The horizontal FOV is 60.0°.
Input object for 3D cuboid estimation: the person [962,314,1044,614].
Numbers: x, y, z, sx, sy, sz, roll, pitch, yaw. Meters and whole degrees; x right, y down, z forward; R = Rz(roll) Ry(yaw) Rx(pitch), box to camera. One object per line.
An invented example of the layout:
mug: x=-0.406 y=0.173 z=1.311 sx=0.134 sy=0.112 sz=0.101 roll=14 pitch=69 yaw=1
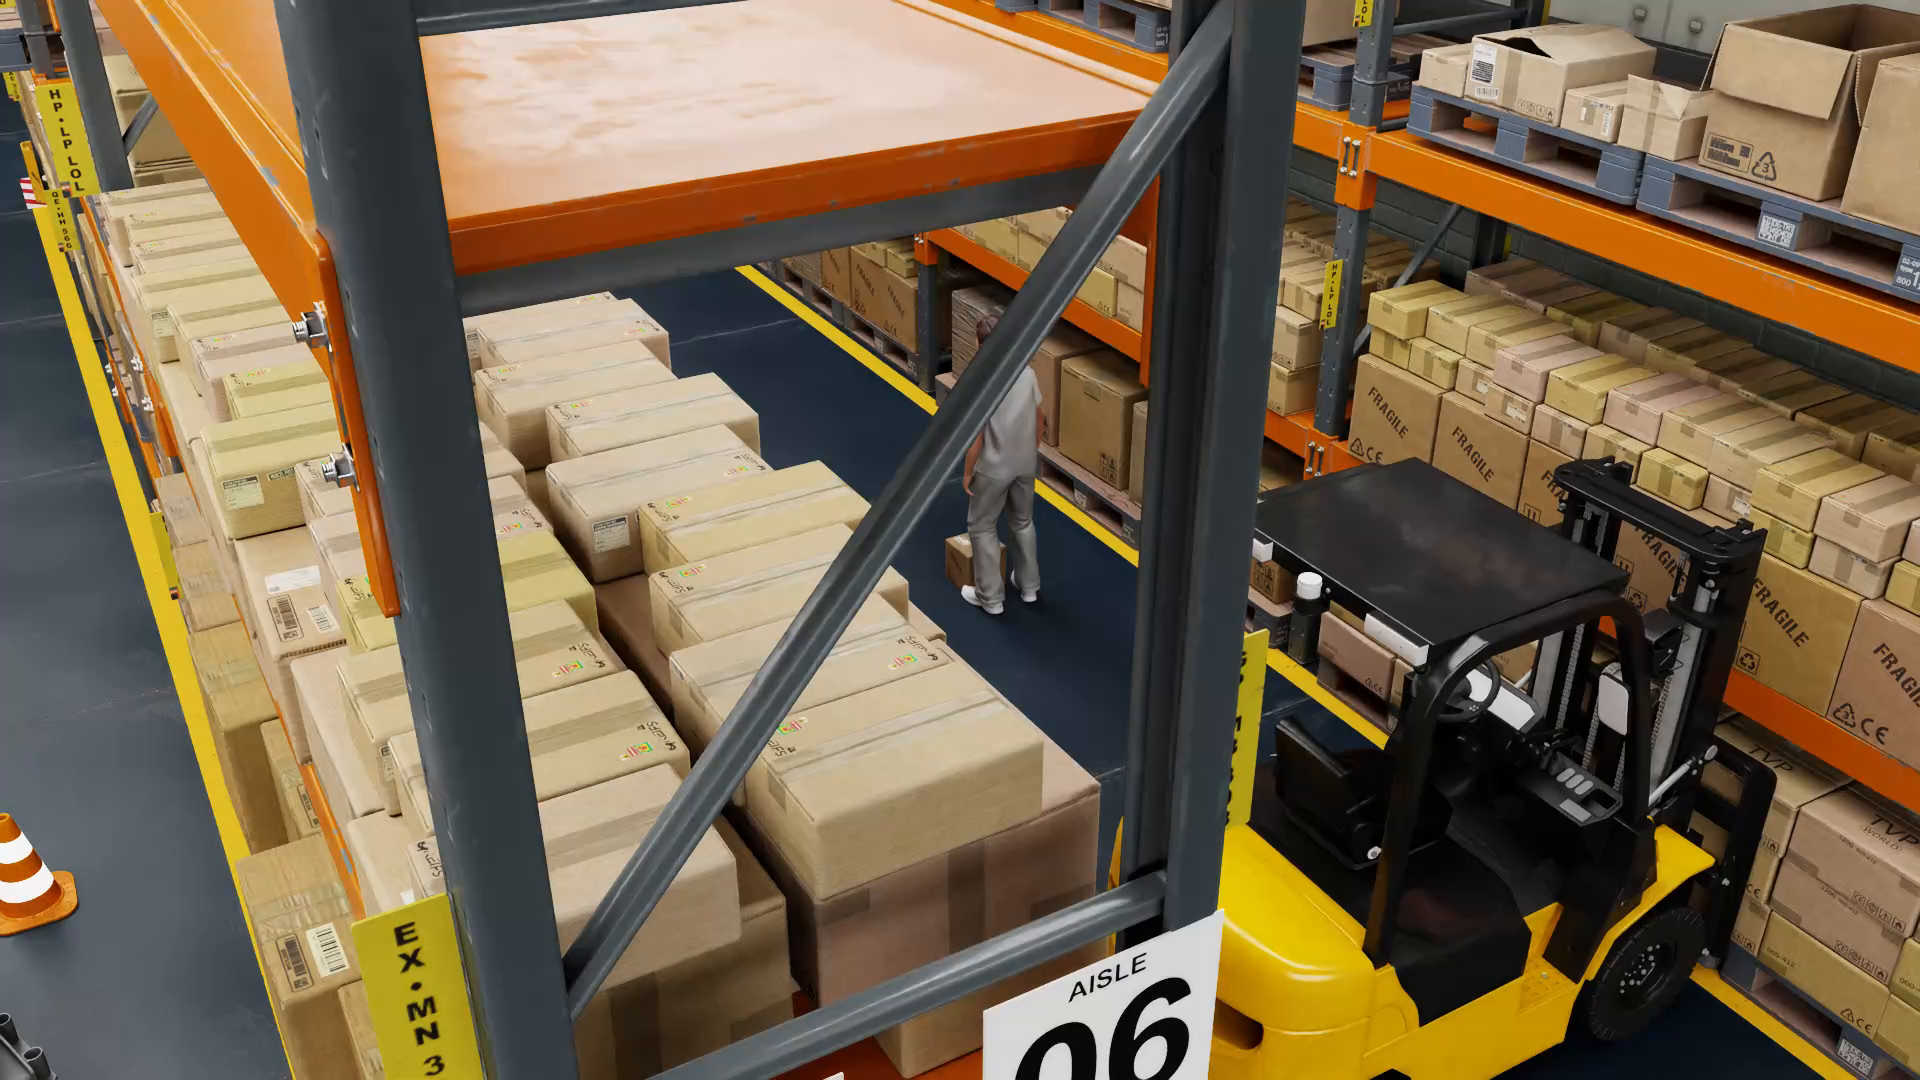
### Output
person: x=0.225 y=-0.395 z=8.838 sx=0.501 sy=1.671 sz=0.358 roll=-18 pitch=34 yaw=-29
